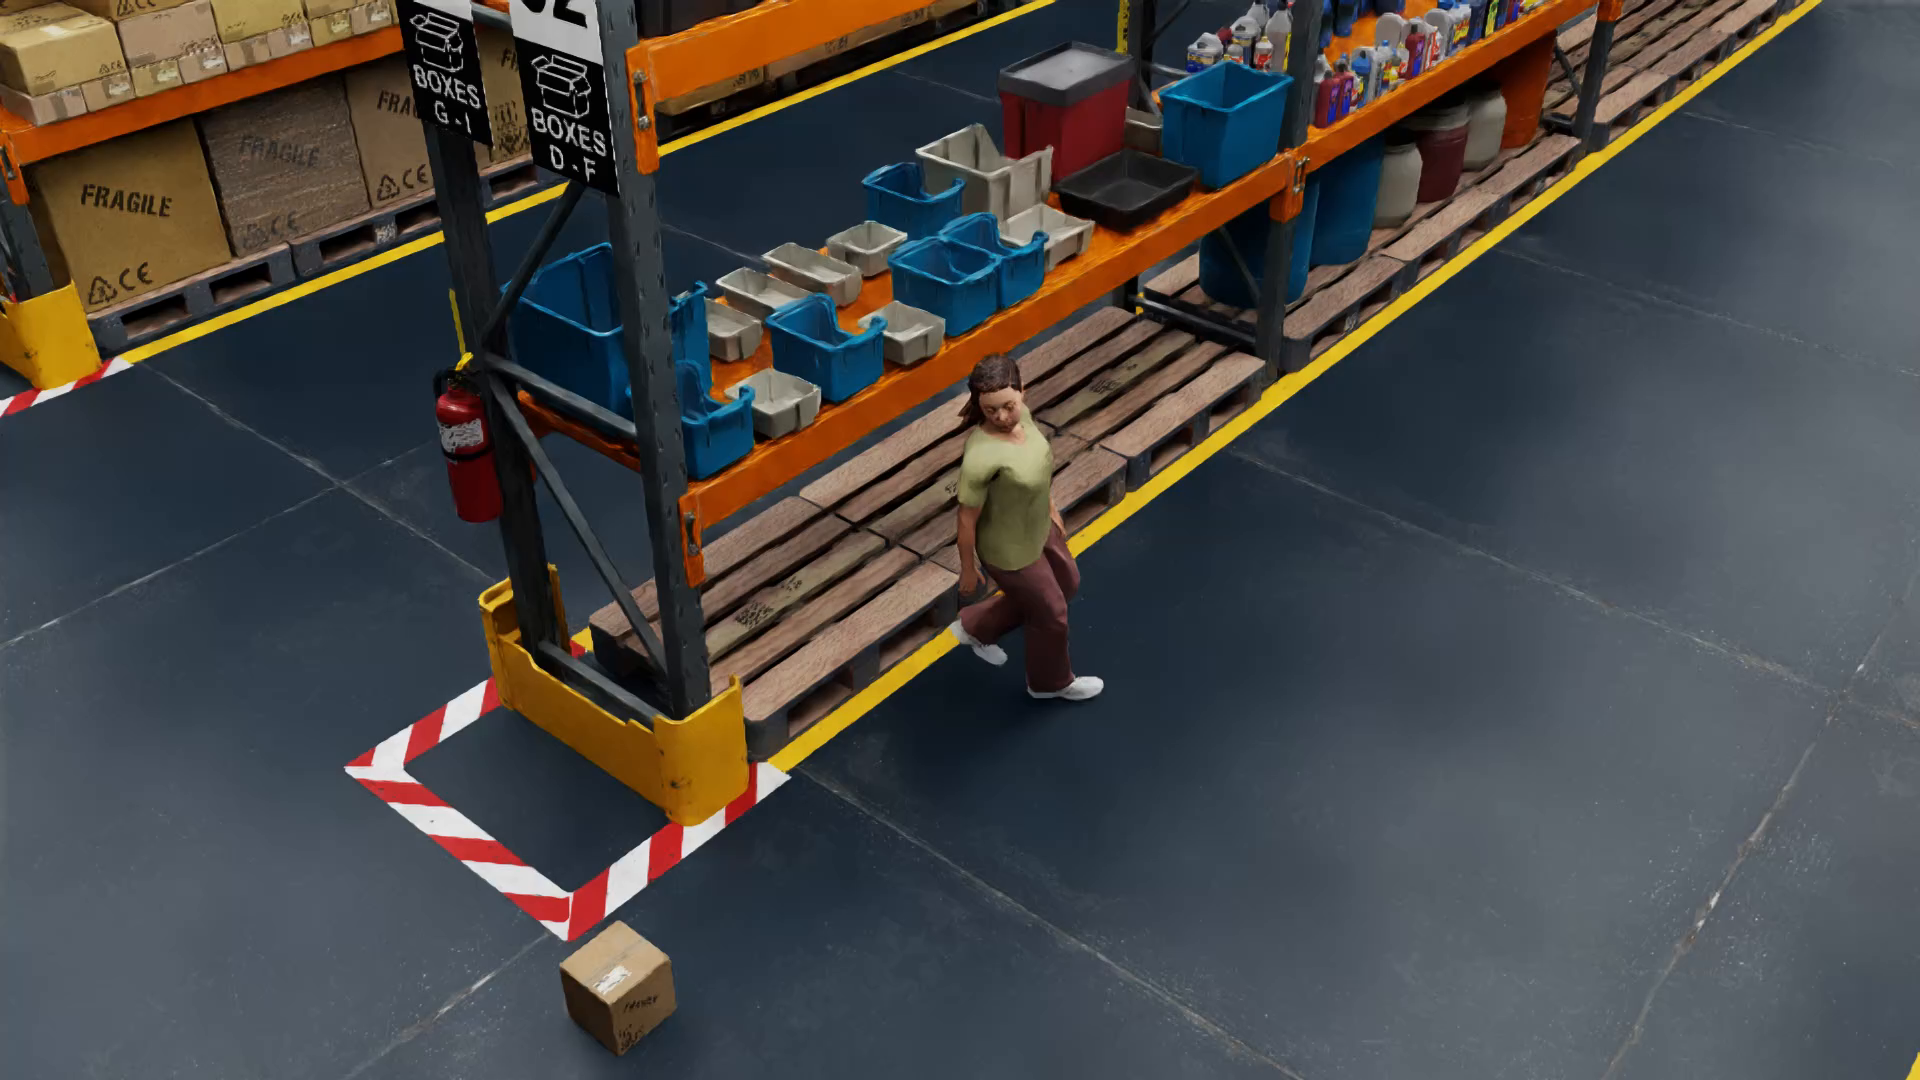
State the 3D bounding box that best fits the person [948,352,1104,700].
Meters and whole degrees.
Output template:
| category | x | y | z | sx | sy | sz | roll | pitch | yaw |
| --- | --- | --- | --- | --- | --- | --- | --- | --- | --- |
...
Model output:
| category | x | y | z | sx | sy | sz | roll | pitch | yaw |
| --- | --- | --- | --- | --- | --- | --- | --- | --- | --- |
| person | 0.228 | 0.007 | 6.169 | 0.632 | 1.632 | 0.524 | 9 | 36 | 13 |
